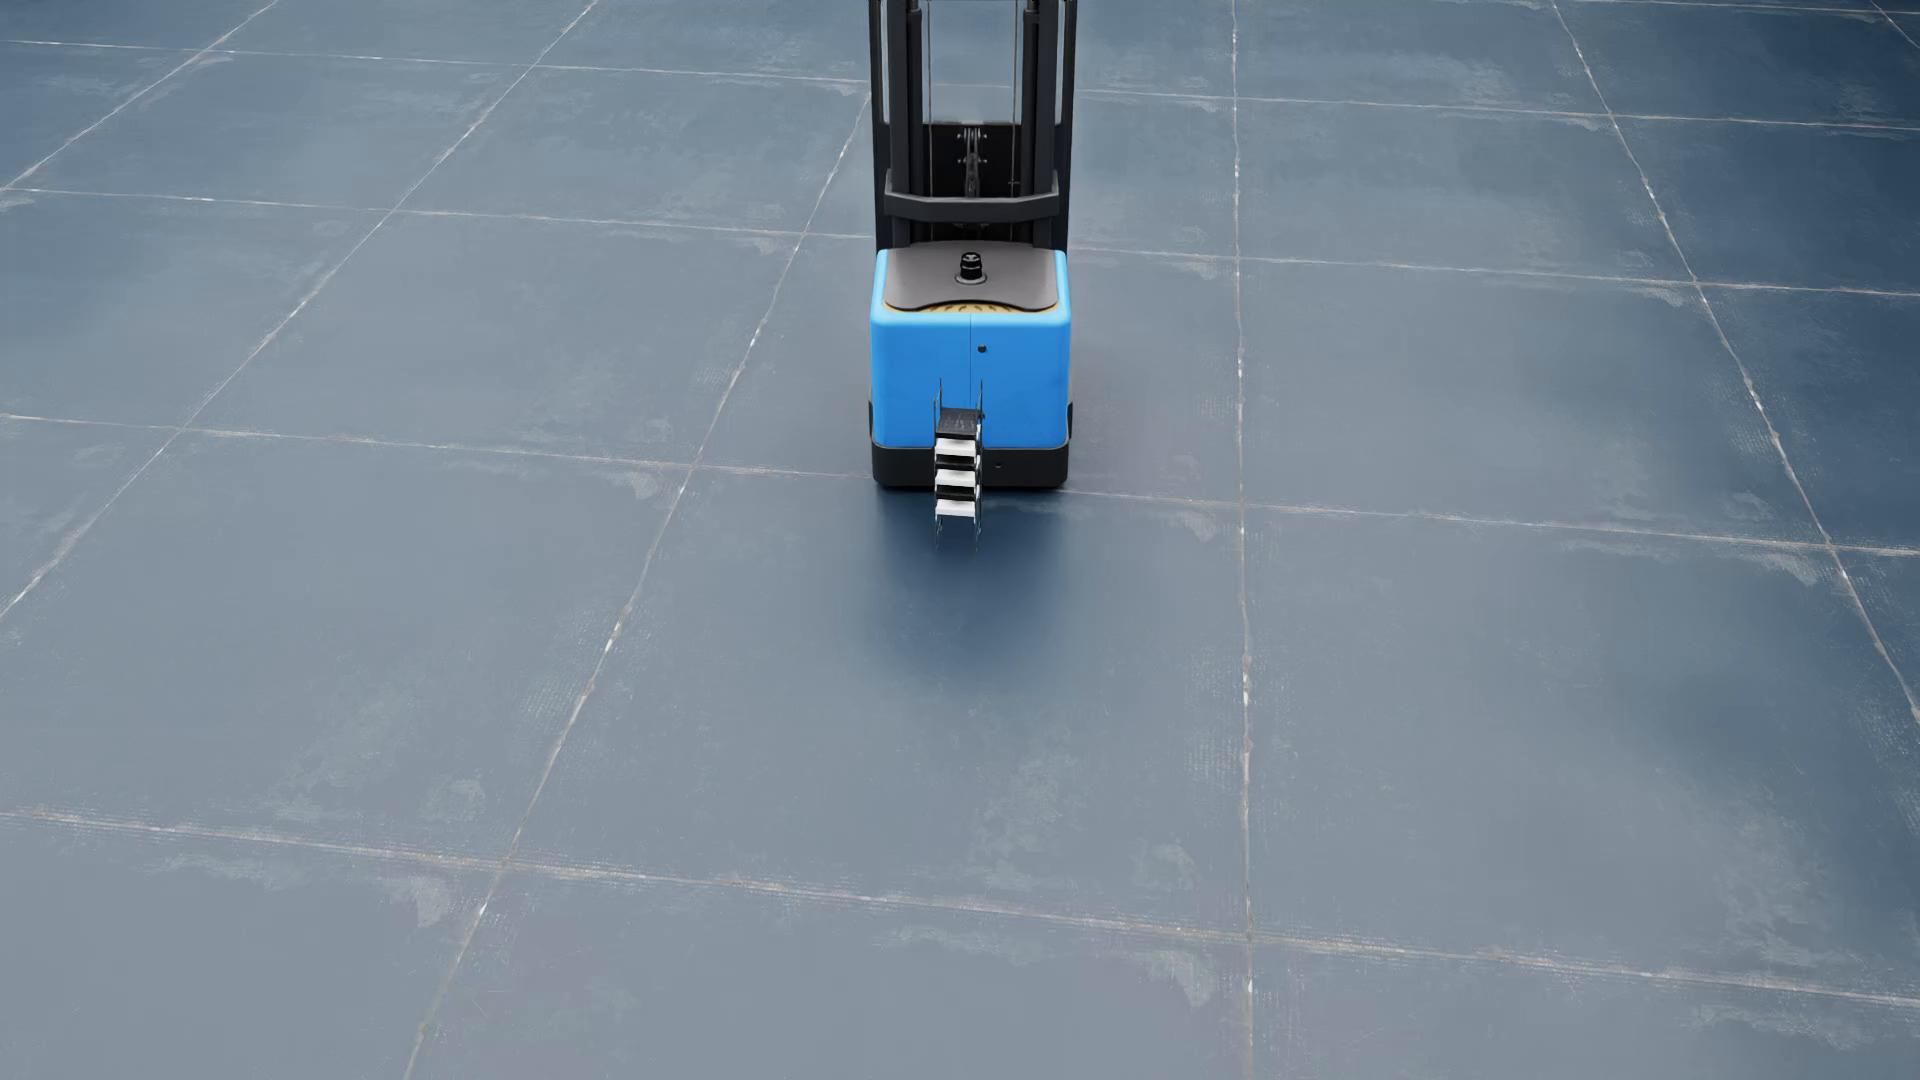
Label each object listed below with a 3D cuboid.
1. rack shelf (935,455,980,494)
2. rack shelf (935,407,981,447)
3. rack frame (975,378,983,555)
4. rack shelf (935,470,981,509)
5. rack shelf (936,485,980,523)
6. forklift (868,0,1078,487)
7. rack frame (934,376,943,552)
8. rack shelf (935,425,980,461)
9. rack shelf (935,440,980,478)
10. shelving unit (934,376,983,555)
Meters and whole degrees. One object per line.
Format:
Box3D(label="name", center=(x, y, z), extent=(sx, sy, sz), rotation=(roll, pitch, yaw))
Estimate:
Box3D(label="rack shelf", center=(-0.008, -0.340, 8.366), extent=(0.200, 0.077, 0.258), rotation=(4, 36, 6))
Box3D(label="rack shelf", center=(-0.008, -0.560, 8.209), extent=(0.200, 0.077, 0.258), rotation=(4, 36, 6))
Box3D(label="rack frame", center=(0.093, -0.359, 8.336), extent=(0.006, 0.900, 0.240), rotation=(4, 36, 6))
Box3D(label="rack shelf", center=(-0.008, -0.267, 8.418), extent=(0.200, 0.077, 0.258), rotation=(4, 36, 6))
Box3D(label="rack shelf", center=(-0.008, -0.193, 8.470), extent=(0.200, 0.077, 0.258), rotation=(4, 36, 6))
Box3D(label="forklift", center=(0.069, -2.299, 9.306), extent=(1.130, 2.935, 3.031), rotation=(0, 36, 0))
Box3D(label="rack frame", center=(-0.109, -0.374, 8.357), extent=(0.006, 0.900, 0.240), rotation=(4, 36, 6))
Box3D(label="rack shelf", center=(-0.008, -0.486, 8.261), extent=(0.200, 0.077, 0.258), rotation=(4, 36, 6))
Box3D(label="rack shelf", center=(-0.008, -0.413, 8.314), extent=(0.200, 0.077, 0.258), rotation=(4, 36, 6))
Box3D(label="shelving unit", center=(-0.008, -0.367, 8.346), extent=(0.210, 0.900, 0.258), rotation=(4, 36, 6))
